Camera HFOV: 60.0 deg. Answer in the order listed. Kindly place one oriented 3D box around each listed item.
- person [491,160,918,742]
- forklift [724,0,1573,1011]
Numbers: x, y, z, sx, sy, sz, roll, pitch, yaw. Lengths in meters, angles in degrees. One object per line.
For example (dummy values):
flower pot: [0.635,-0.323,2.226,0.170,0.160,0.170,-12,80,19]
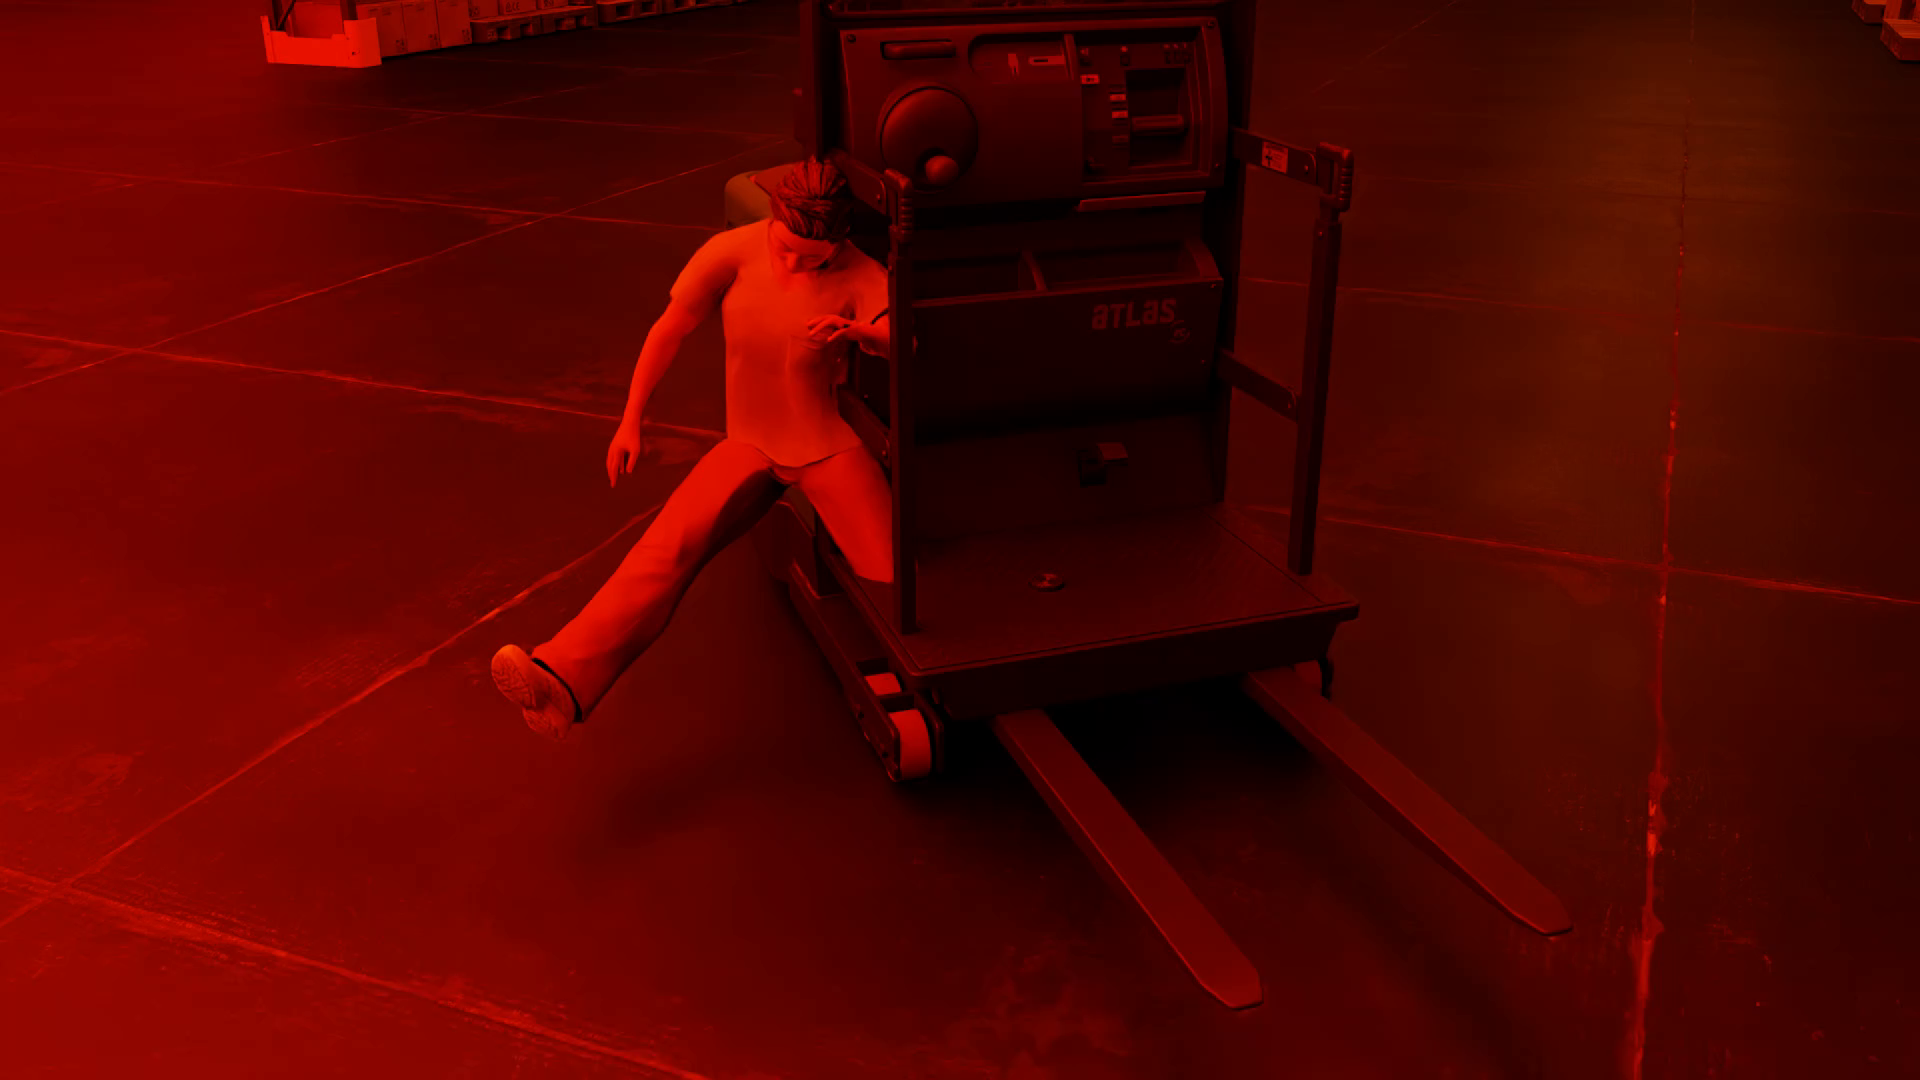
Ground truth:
person: [-0.398,-0.177,3.766,0.925,1.307,1.158,6,23,14]
forklift: [0.256,-0.979,3.635,1.130,2.935,3.031,-8,24,-18]
